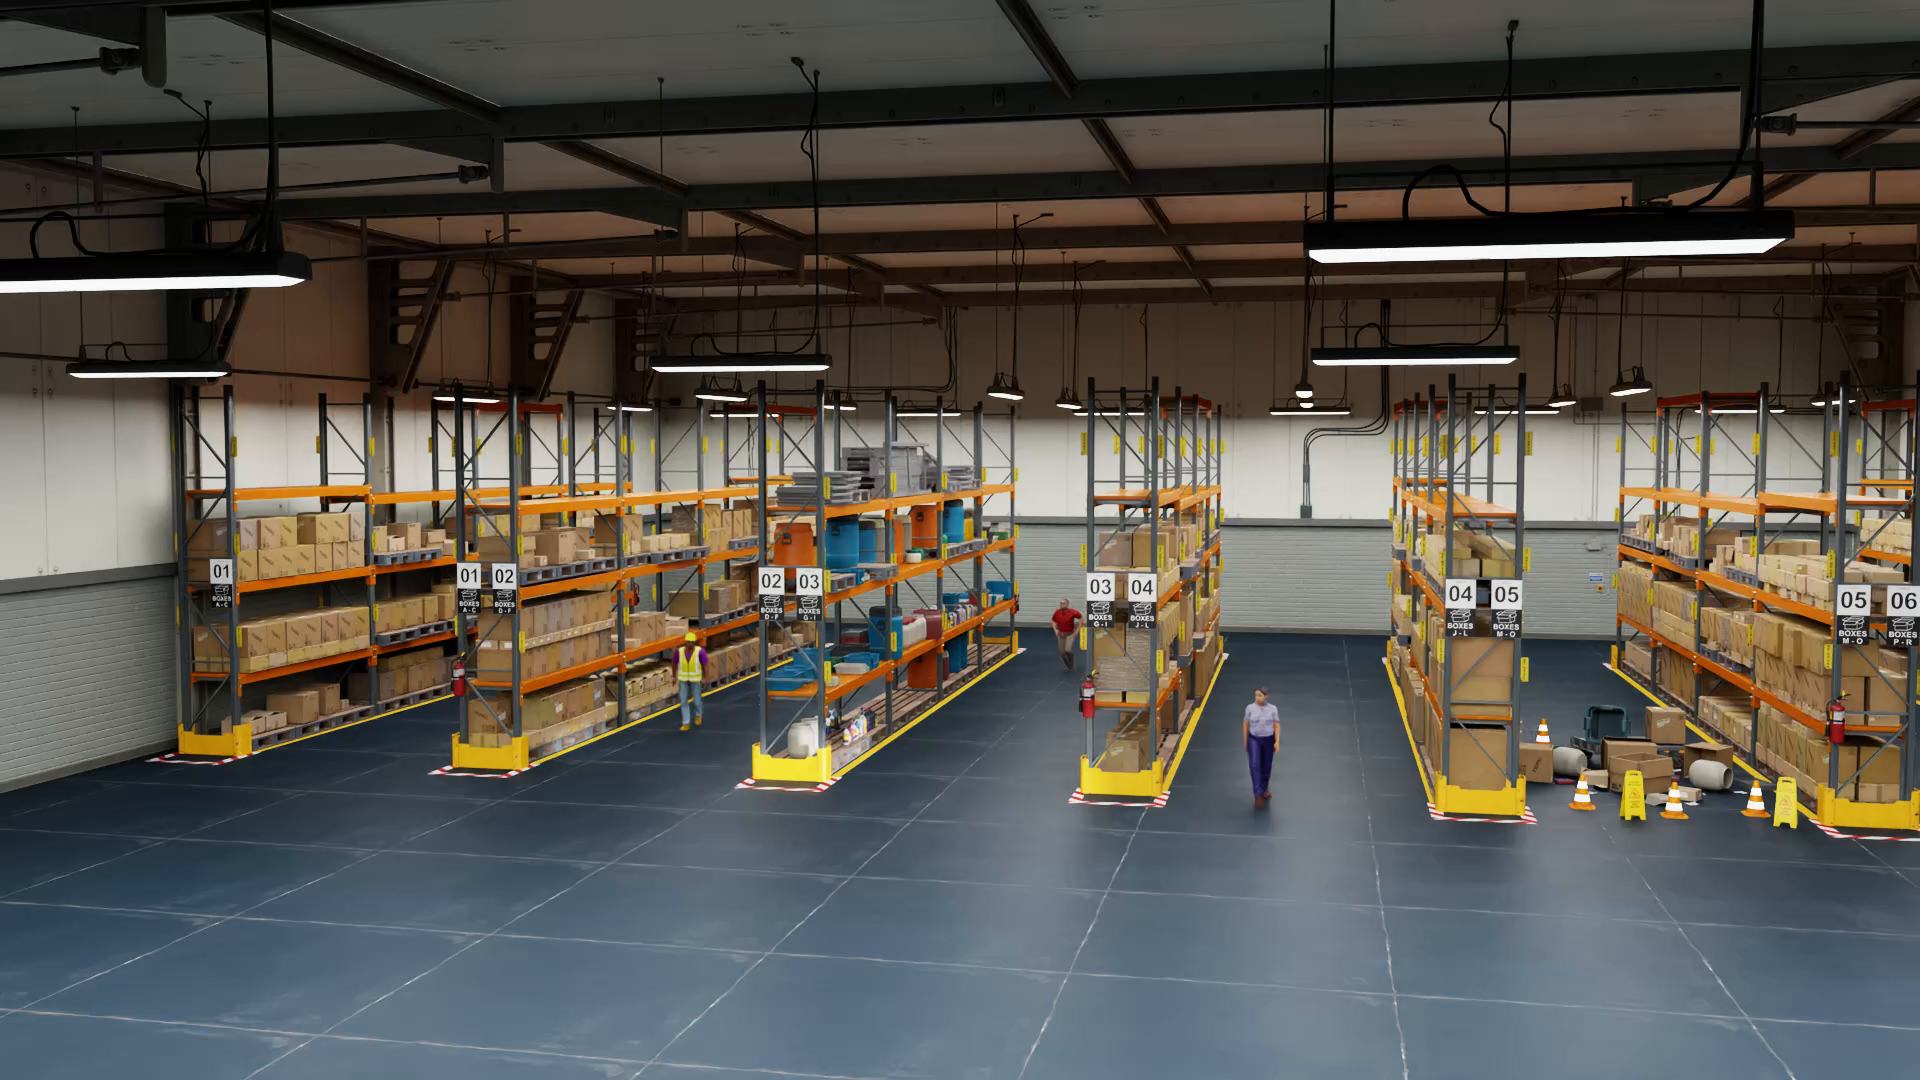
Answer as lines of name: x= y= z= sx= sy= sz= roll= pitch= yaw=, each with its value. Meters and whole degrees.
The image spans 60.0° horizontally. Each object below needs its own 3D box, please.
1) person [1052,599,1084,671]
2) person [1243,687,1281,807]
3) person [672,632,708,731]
person: x=2.397 y=2.118 z=36.961 sx=0.709 sy=1.642 sz=0.731 roll=1 pitch=3 yaw=20
person: x=4.254 y=2.882 z=23.356 sx=0.501 sy=1.583 sz=0.905 roll=0 pitch=3 yaw=2
person: x=-4.789 y=2.487 z=29.513 sx=0.642 sy=1.745 sz=0.664 roll=0 pitch=3 yaw=-2
